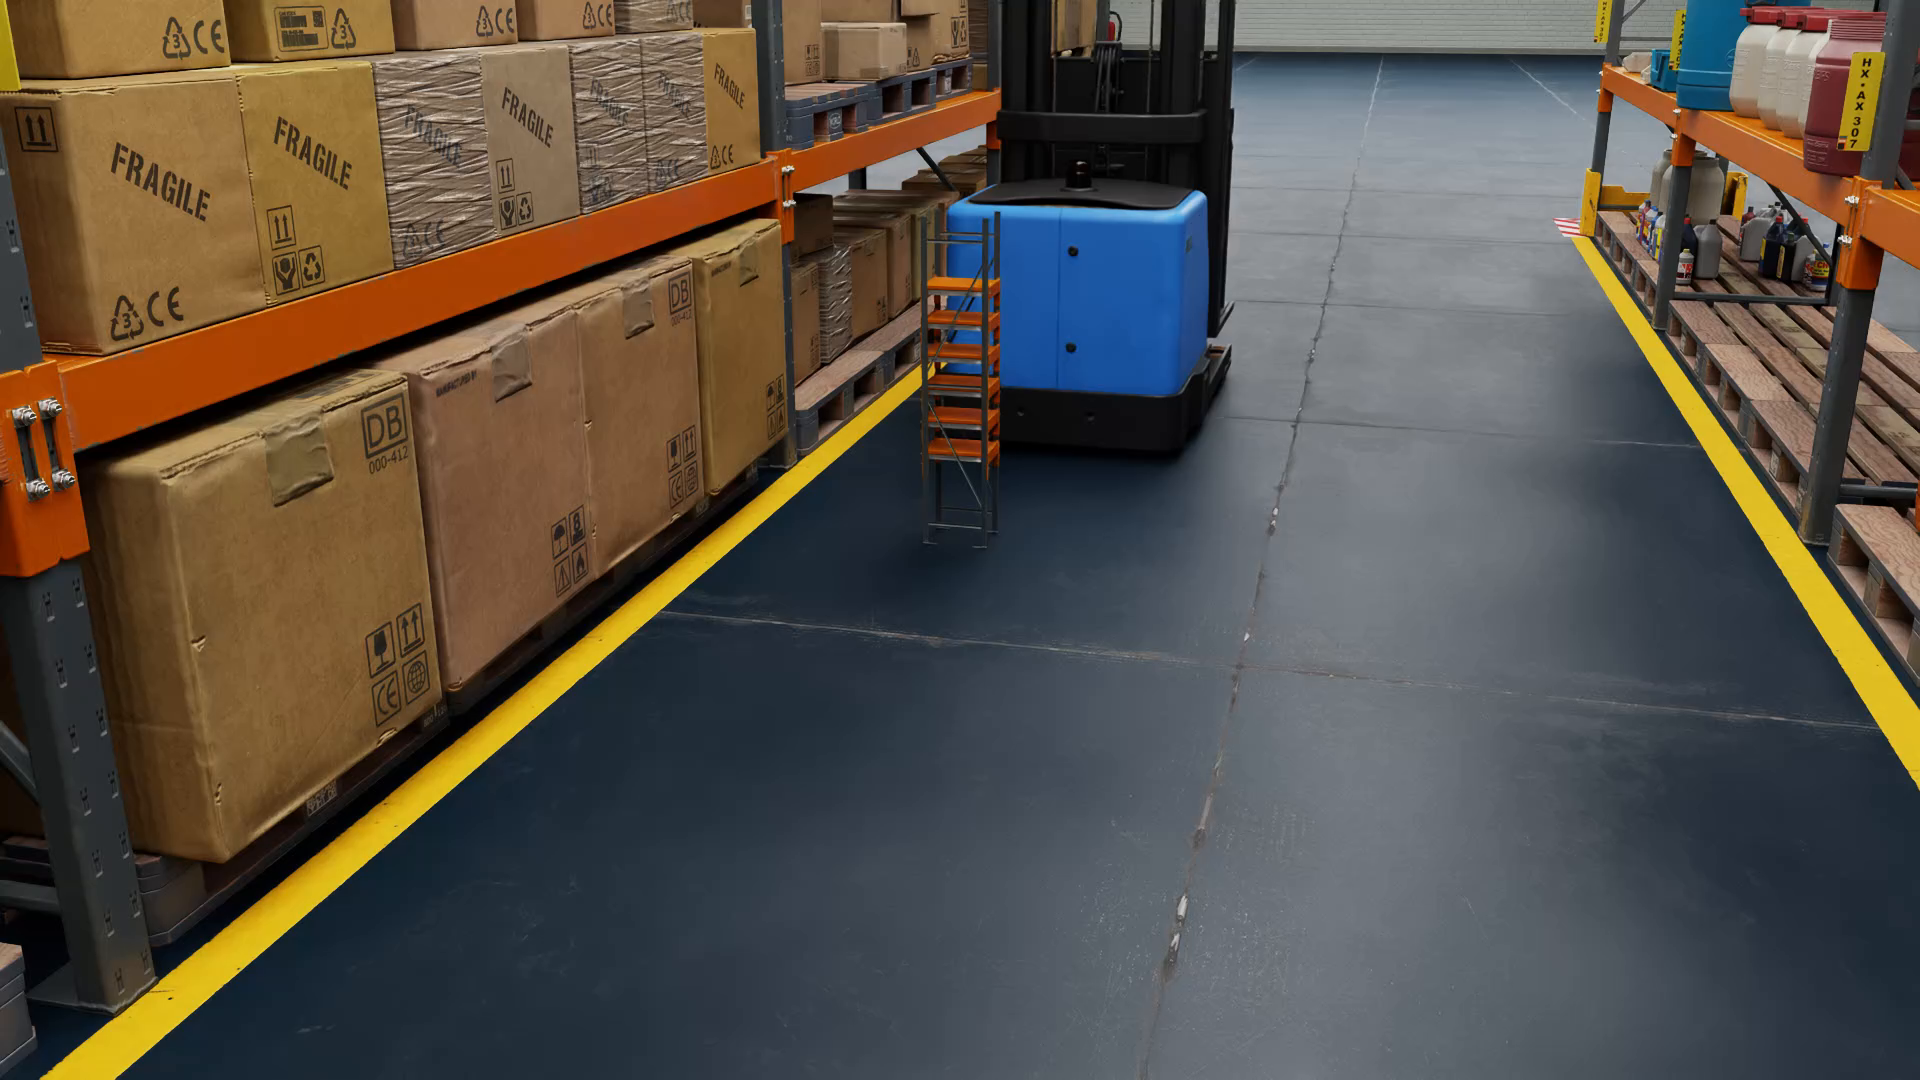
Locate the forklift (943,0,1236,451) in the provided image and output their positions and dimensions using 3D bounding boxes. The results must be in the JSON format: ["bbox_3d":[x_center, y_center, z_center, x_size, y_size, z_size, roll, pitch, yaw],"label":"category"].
[{"bbox_3d":[0.799,-2.203,8.104,1.130,2.935,3.031,5,19,14],"label":"forklift"}]

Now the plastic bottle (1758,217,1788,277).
[{"bbox_3d":[5.043,-1.815,10.279,0.144,0.351,0.185,5,19,13],"label":"plastic bottle"}]

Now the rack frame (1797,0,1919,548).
[{"bbox_3d":[3.606,-1.375,5.574,1.000,3.000,0.127,5,19,13],"label":"rack frame"}]

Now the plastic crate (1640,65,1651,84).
[{"bbox_3d":[4.734,-3.033,10.835,0.530,0.136,0.437,5,19,13],"label":"plastic crate"}]

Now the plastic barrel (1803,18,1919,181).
[{"bbox_3d":[3.425,-1.609,6.047,0.600,0.536,0.708,5,19,13],"label":"plastic barrel"}]

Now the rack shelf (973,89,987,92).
[{"bbox_3d":[0.269,-3.307,12.341,1.077,0.370,4.000,5,19,13],"label":"rack shelf"}]

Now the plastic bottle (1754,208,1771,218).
[{"bbox_3d":[5.449,-2.115,11.272,0.152,0.276,0.135,5,19,14],"label":"plastic bottle"}]

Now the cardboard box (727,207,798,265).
[{"bbox_3d":[-1.063,-1.359,7.552,0.500,0.250,0.500,5,20,16],"label":"cardboard box"}]

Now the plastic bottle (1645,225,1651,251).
[{"bbox_3d":[4.683,-2.053,11.207,0.097,0.201,0.097,0,19,0],"label":"plastic bottle"}]

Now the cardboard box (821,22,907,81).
[{"bbox_3d":[-0.565,-2.401,8.160,0.500,0.250,0.500,4,19,12],"label":"cardboard box"}]

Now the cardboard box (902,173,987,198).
[{"bbox_3d":[-0.083,-2.158,11.083,0.500,0.500,0.500,4,19,12],"label":"cardboard box"}]

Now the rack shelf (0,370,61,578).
[{"bbox_3d":[-2.663,0.455,1.329,1.077,0.370,4.000,5,19,13],"label":"rack shelf"}]

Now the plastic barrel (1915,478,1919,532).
[{"bbox_3d":[3.503,-0.392,5.404,0.600,0.830,0.708,5,19,13],"label":"plastic barrel"}]

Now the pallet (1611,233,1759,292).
[{"bbox_3d":[5.084,-1.900,11.425,1.003,0.211,1.213,5,19,13],"label":"pallet"}]

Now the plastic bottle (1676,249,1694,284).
[{"bbox_3d":[4.369,-1.651,10.030,0.097,0.201,0.097,0,19,0],"label":"plastic bottle"}]

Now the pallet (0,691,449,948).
[{"bbox_3d":[-2.059,0.559,4.224,1.003,0.211,1.213,5,19,13],"label":"pallet"}]

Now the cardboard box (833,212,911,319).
[{"bbox_3d":[-0.662,-1.531,9.217,0.700,0.500,0.500,3,19,9],"label":"cardboard box"}]

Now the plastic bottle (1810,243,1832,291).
[{"bbox_3d":[5.086,-1.611,9.805,0.097,0.271,0.097,0,19,0],"label":"plastic bottle"}]

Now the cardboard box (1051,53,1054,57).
[{"bbox_3d":[0.478,-3.416,11.937,0.380,0.149,0.250,5,19,13],"label":"cardboard box"}]

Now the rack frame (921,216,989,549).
[{"bbox_3d":[-0.019,-0.544,5.923,0.240,1.200,0.006,5,19,13],"label":"rack frame"}]

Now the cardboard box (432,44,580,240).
[{"bbox_3d":[-1.454,-1.161,4.792,0.500,0.500,0.500,5,19,14],"label":"cardboard box"}]

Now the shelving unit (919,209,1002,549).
[{"bbox_3d":[0.004,-0.572,6.007,0.258,1.200,0.189,5,19,13],"label":"shelving unit"}]

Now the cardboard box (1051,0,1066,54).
[{"bbox_3d":[0.293,-3.817,12.106,0.875,0.500,0.500,5,19,13],"label":"cardboard box"}]

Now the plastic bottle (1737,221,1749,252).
[{"bbox_3d":[5.289,-2.040,11.169,0.097,0.201,0.097,0,19,0],"label":"plastic bottle"}]

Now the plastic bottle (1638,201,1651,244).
[{"bbox_3d":[4.742,-2.192,11.487,0.061,0.283,0.133,5,19,14],"label":"plastic bottle"}]

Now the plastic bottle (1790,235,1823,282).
[{"bbox_3d":[5.138,-1.717,10.107,0.152,0.276,0.135,5,20,15],"label":"plastic bottle"}]

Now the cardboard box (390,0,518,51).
[{"bbox_3d":[-1.711,-1.646,4.659,0.797,0.503,0.637,5,20,15],"label":"cardboard box"}]

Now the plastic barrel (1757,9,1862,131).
[{"bbox_3d":[3.957,-2.181,7.722,0.433,0.535,0.433,0,19,0],"label":"plastic barrel"}]

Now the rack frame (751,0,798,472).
[{"bbox_3d":[-1.197,-1.767,6.719,1.000,3.000,0.127,5,19,13],"label":"rack frame"}]

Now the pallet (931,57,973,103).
[{"bbox_3d":[-0.548,-2.701,9.753,1.003,0.211,1.213,5,19,13],"label":"pallet"}]

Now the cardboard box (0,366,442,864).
[{"bbox_3d":[-2.037,0.092,3.916,1.225,0.875,0.875,5,19,14],"label":"cardboard box"}]

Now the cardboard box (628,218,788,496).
[{"bbox_3d":[-1.386,-0.745,6.366,1.225,0.875,0.875,4,19,11],"label":"cardboard box"}]

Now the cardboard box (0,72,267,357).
[{"bbox_3d":[-1.820,-0.685,3.396,0.500,0.500,0.500,5,19,14],"label":"cardboard box"}]

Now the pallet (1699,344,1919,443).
[{"bbox_3d":[4.133,-0.677,7.842,1.003,0.211,1.213,5,19,13],"label":"pallet"}]

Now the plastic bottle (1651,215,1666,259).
[{"bbox_3d":[4.630,-1.985,10.892,0.152,0.276,0.135,5,19,14],"label":"plastic bottle"}]

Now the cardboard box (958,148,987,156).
[{"bbox_3d":[0.304,-2.711,12.700,0.500,0.500,0.500,7,20,18],"label":"cardboard box"}]

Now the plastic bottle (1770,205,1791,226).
[{"bbox_3d":[5.333,-1.996,10.809,0.144,0.351,0.185,5,19,13],"label":"plastic bottle"}]

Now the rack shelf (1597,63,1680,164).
[{"bbox_3d":[5.072,-2.916,11.196,1.077,0.370,4.000,5,19,13],"label":"rack shelf"}]

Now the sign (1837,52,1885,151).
[{"bbox_3d":[3.071,-1.494,5.668,0.100,0.325,0.005,5,19,13],"label":"sign"}]

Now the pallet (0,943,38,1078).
[{"bbox_3d":[-2.436,1.039,2.819,1.003,0.211,1.213,5,19,13],"label":"pallet"}]

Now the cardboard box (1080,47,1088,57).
[{"bbox_3d":[0.815,-3.889,13.321,0.380,0.149,0.250,5,19,13],"label":"cardboard box"}]

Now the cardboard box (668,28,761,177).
[{"bbox_3d":[-1.077,-1.640,6.192,0.500,0.500,0.500,5,20,15],"label":"cardboard box"}]

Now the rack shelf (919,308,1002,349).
[{"bbox_3d":[0.004,-0.757,5.944,0.258,0.103,0.180,5,19,13],"label":"rack shelf"}]

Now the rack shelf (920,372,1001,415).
[{"bbox_3d":[0.004,-0.530,6.021,0.258,0.103,0.180,5,19,13],"label":"rack shelf"}]

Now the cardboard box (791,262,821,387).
[{"bbox_3d":[-1.053,-1.003,7.671,0.700,0.500,0.500,4,19,10],"label":"cardboard box"}]

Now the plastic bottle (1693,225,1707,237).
[{"bbox_3d":[4.658,-1.829,10.436,0.152,0.276,0.135,5,19,13],"label":"plastic bottle"}]

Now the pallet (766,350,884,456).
[{"bbox_3d":[-1.005,-0.692,7.886,1.003,0.211,1.213,5,19,13],"label":"pallet"}]
